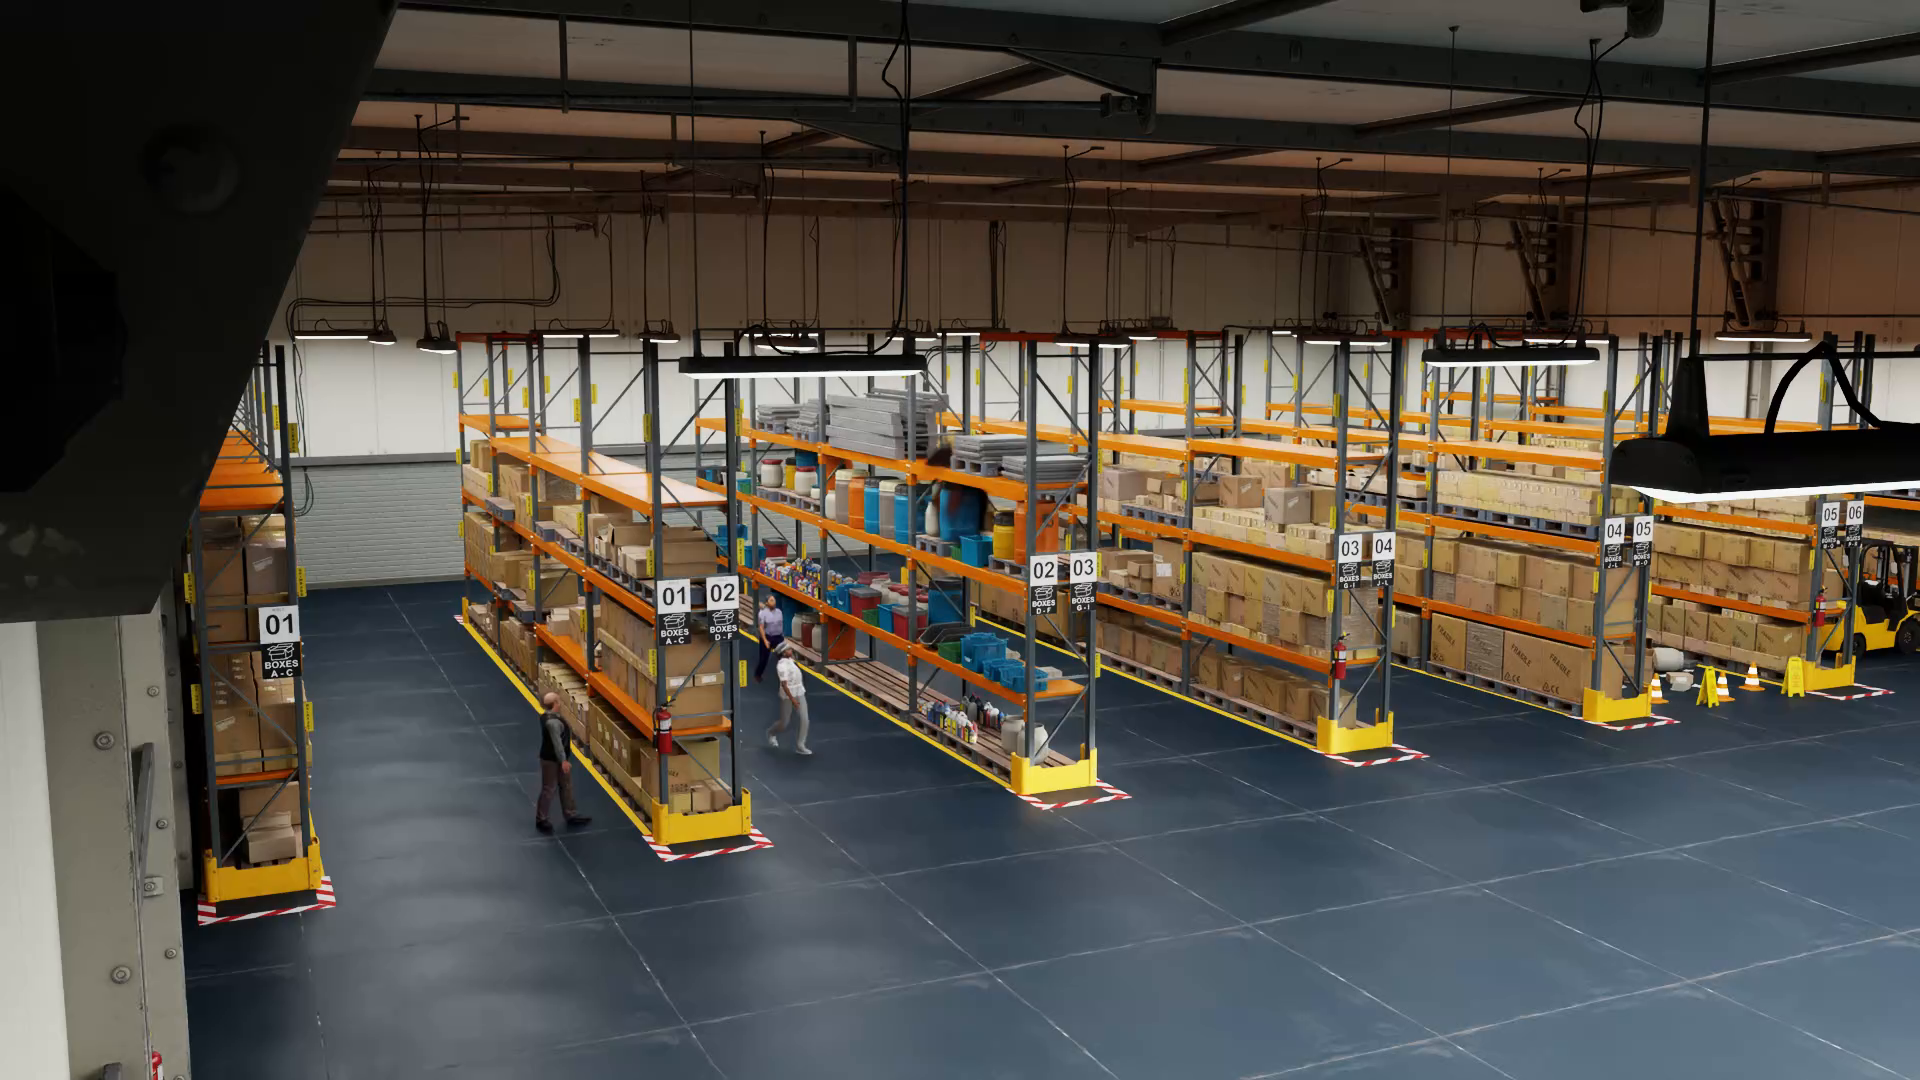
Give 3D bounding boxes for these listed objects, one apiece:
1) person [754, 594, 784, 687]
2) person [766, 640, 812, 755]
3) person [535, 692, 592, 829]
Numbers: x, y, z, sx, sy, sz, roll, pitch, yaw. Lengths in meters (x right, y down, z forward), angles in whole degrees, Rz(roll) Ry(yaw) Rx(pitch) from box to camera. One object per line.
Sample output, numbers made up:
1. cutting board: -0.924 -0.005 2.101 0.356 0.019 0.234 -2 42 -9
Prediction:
1. person: -3.216 1.727 28.382 0.496 1.584 0.940 -5 9 -30
2. person: -2.475 2.250 24.097 0.458 1.642 0.846 -7 10 -40
3. person: -4.960 2.725 20.572 0.653 1.712 0.530 0 8 1
